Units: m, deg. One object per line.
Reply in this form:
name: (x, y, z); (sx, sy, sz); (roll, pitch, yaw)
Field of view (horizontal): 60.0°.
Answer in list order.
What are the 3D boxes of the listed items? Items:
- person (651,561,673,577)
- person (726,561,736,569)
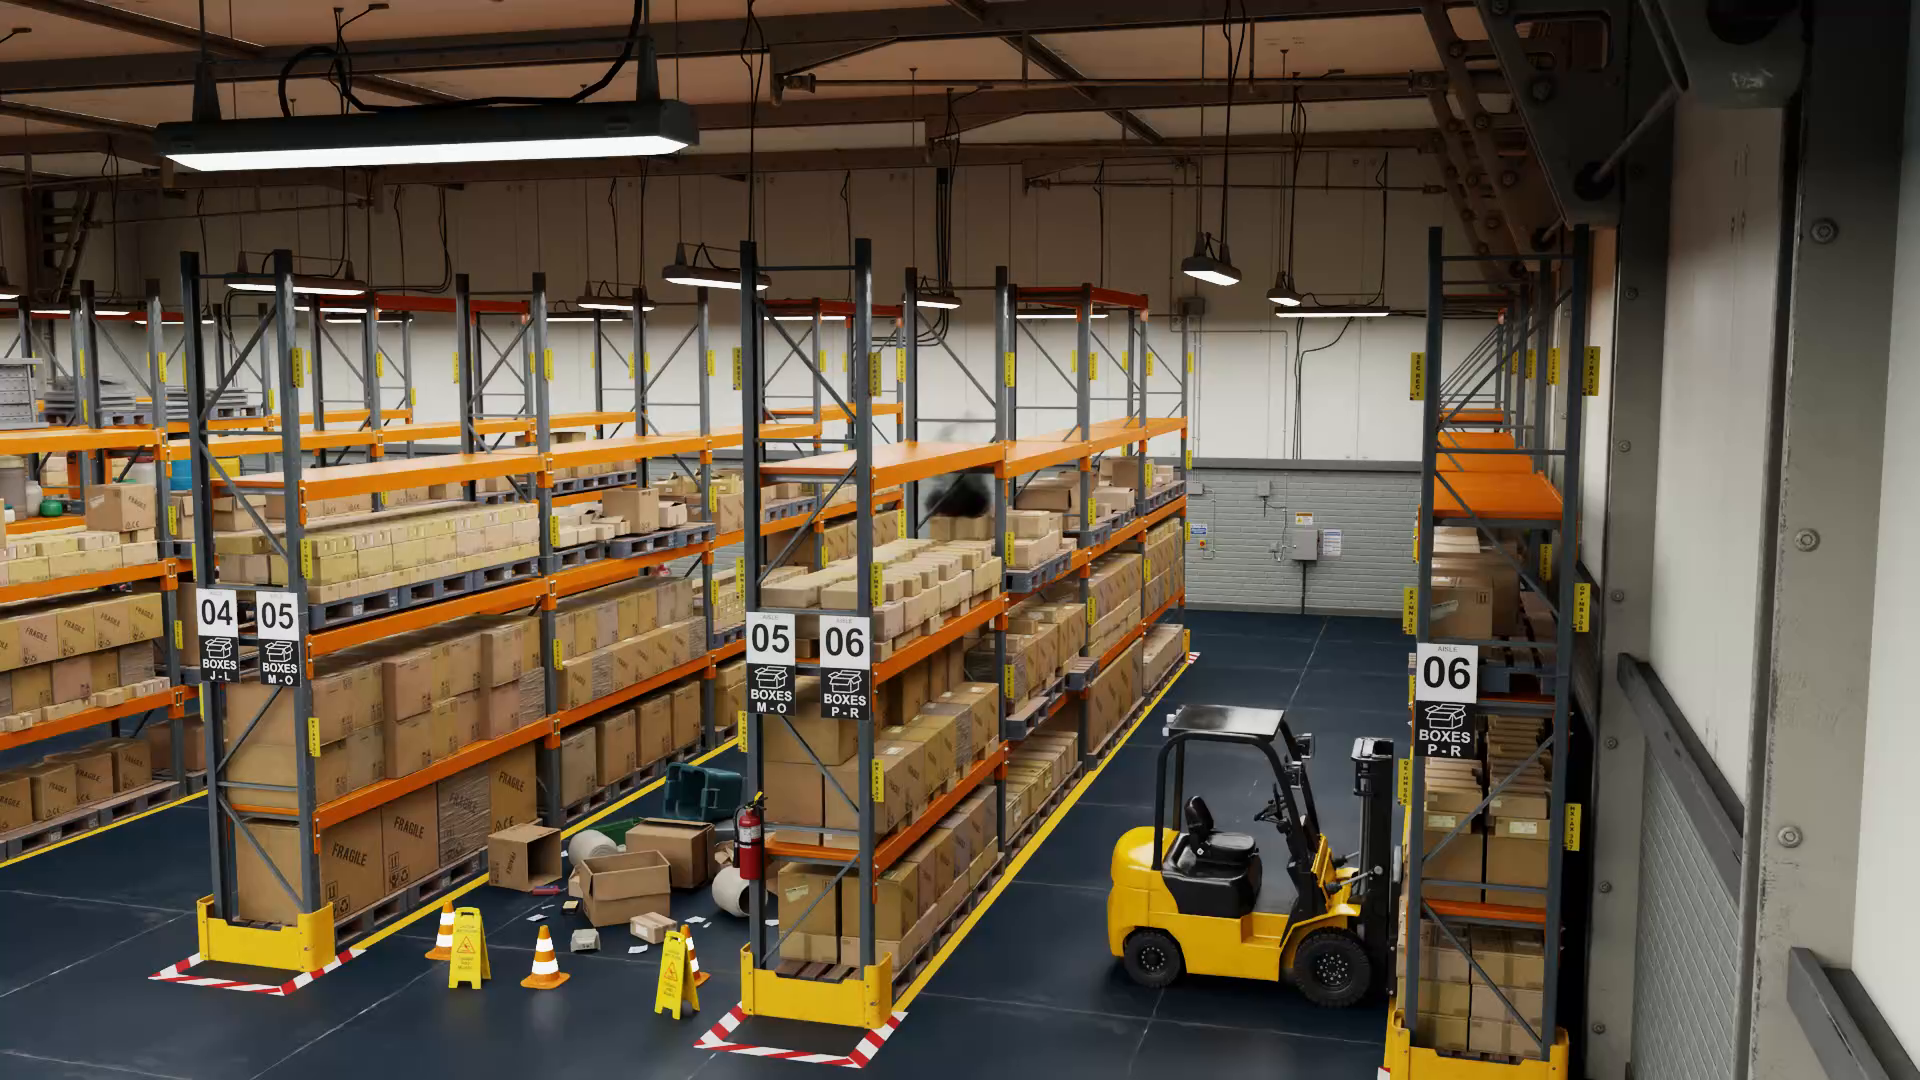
person: (-5.688, 0.722, 31.995); (0.515, 1.746, 0.684); (2, 7, 15)
person: (-3.727, 1.192, 28.257); (0.606, 1.692, 0.765); (4, 7, 30)
